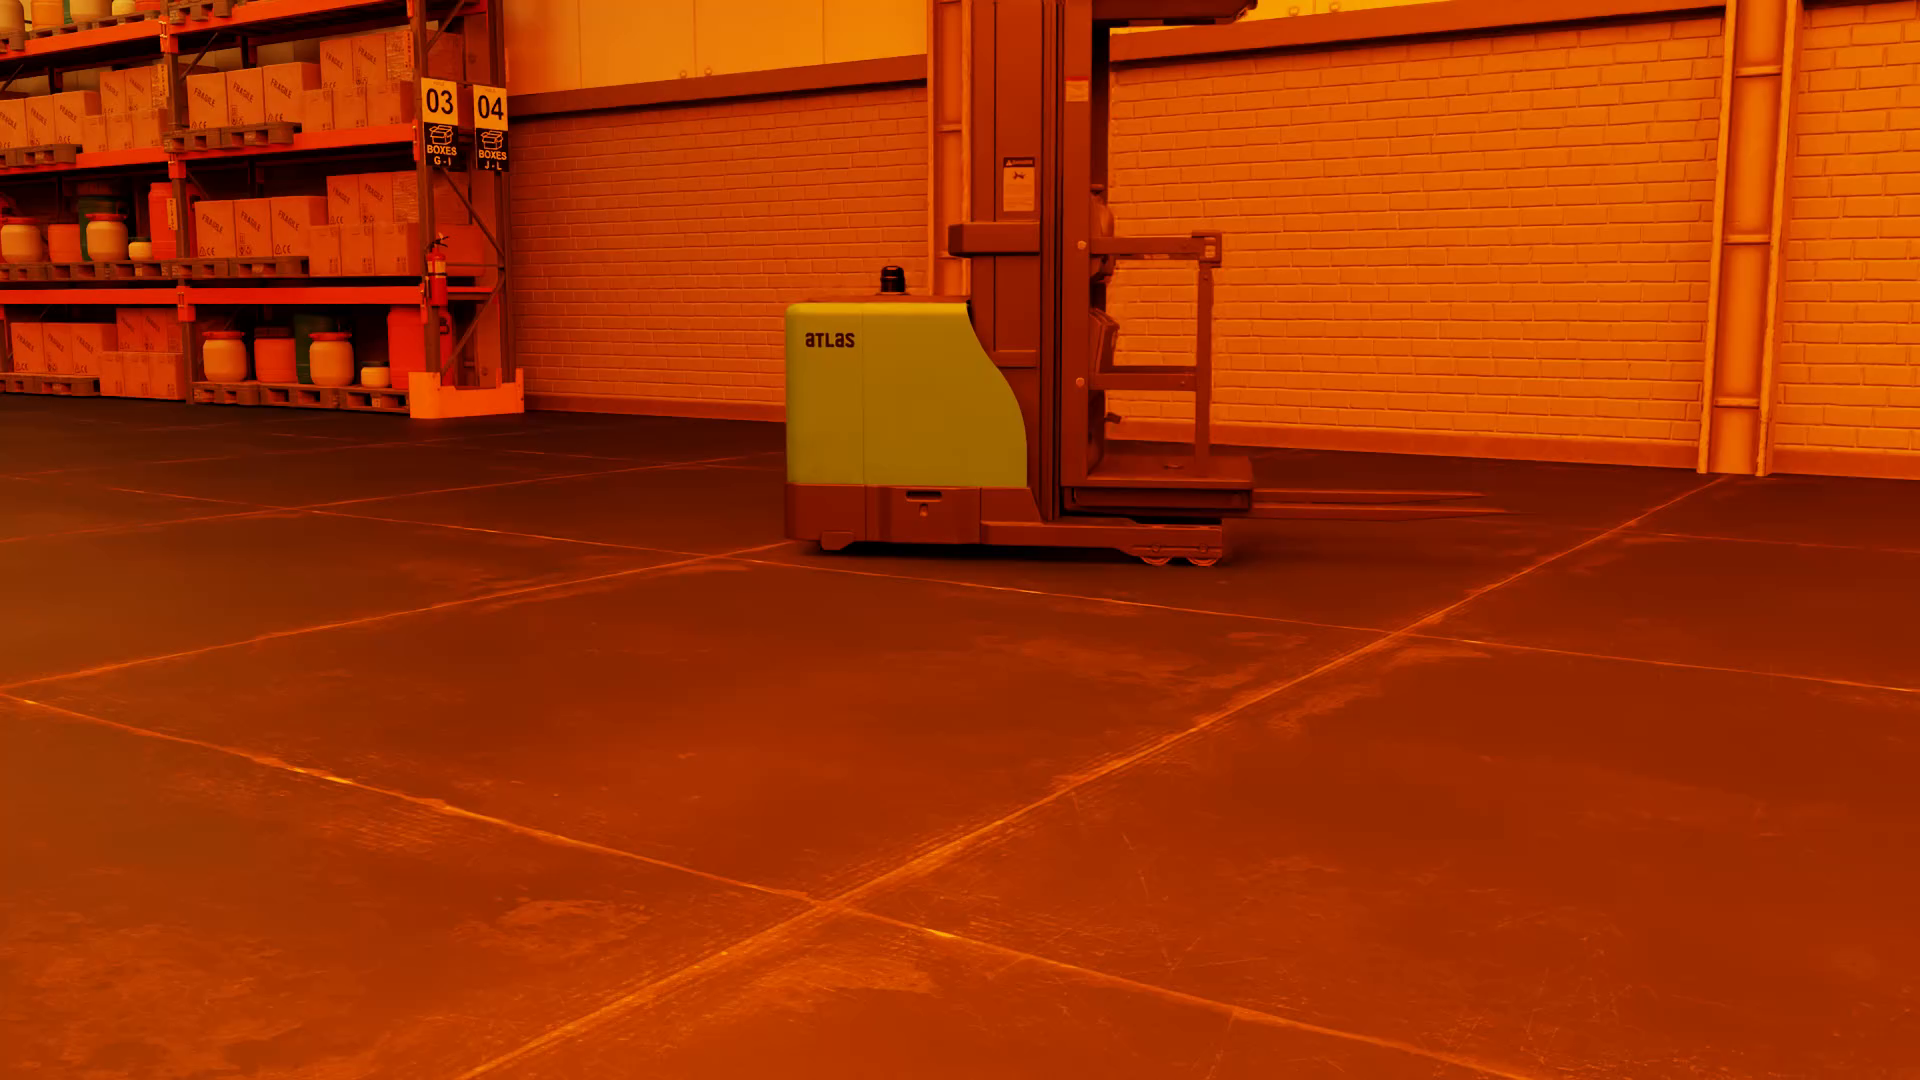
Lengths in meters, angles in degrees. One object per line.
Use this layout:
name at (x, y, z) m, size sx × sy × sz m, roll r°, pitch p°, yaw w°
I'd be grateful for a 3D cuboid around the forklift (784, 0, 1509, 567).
forklift at (0.804, -1.422, 7.194) m, size 3.031 × 2.935 × 1.130 m, roll 1°, pitch 8°, yaw 9°
